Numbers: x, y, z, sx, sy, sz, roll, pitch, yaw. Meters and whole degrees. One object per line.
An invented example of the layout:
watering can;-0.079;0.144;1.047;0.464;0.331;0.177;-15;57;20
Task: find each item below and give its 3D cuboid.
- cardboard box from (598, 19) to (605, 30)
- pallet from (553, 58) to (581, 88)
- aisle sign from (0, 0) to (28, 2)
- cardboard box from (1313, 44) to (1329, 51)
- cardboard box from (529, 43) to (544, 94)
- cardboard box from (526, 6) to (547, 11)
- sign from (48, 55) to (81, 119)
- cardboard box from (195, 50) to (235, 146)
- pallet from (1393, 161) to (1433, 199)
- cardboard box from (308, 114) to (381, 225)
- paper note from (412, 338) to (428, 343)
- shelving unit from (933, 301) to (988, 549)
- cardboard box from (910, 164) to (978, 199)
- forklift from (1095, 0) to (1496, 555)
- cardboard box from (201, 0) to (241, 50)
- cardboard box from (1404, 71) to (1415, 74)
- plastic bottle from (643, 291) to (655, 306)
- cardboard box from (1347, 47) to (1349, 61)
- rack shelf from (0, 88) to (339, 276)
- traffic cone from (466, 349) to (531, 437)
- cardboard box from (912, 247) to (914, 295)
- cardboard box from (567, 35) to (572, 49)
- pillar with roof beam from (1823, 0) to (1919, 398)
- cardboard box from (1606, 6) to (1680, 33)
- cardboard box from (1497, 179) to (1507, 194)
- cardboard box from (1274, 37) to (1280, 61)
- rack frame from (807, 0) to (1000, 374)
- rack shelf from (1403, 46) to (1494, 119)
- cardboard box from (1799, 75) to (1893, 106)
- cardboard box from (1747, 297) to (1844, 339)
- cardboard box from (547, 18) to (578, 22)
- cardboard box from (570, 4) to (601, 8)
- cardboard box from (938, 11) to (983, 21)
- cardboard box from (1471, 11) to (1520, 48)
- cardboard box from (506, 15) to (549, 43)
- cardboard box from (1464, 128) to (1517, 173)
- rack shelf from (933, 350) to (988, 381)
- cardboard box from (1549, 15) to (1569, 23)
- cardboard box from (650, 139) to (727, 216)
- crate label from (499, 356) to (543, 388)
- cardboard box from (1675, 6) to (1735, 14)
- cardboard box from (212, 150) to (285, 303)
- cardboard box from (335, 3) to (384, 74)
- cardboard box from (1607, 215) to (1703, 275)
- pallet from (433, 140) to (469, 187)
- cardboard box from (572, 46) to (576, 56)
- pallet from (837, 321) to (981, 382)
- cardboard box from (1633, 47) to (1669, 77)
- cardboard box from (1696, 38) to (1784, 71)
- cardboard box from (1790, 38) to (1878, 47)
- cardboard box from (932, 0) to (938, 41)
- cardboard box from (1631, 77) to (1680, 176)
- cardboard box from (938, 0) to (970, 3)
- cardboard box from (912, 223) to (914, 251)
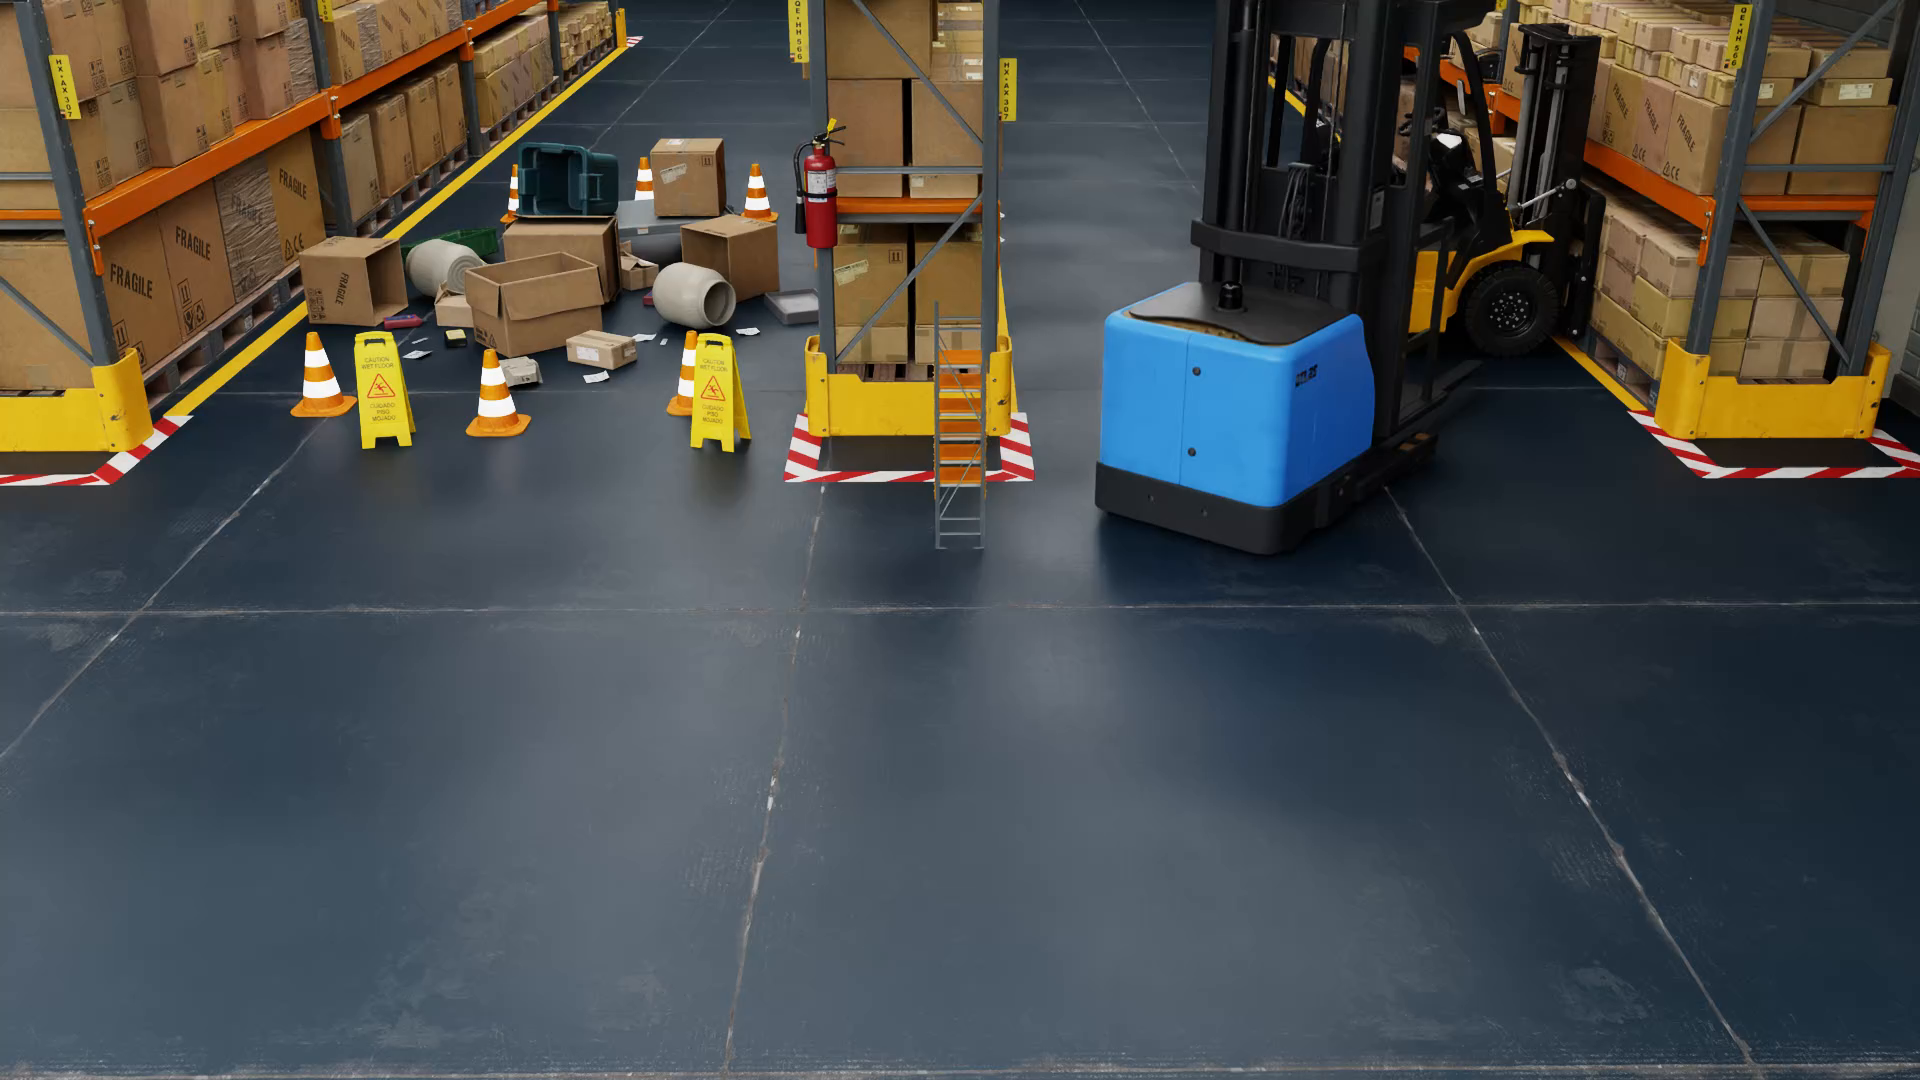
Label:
cardboard box;-5.117;-7.131;22.965;0.380;0.149;0.250;-1;24;-3
pallet;-5.415;-5.891;21.019;1.003;0.211;1.213;0;24;-1
aisle sign;-4.941;-3.097;8.302;0.394;0.787;0.004;0;24;-1
cardboard box;4.337;-5.400;19.073;0.500;0.500;0.500;-1;24;-2
cardboard box;-5.107;-5.422;19.122;0.500;0.500;0.500;-1;24;-2
cardboard box;-5.752;-7.262;22.894;0.380;0.149;0.250;0;24;-1
sign;-4.686;-2.371;8.705;0.100;0.325;0.005;0;24;-1
cardboard box;-5.246;-2.837;10.701;0.875;0.550;0.500;0;24;-1
pallet;4.564;-3.213;15.098;1.003;0.211;1.213;0;24;-1
cardboard box;-5.382;-3.010;13.486;1.050;0.750;0.750;0;24;-1
paper note;-3.642;-1.344;11.209;0.032;0.001;0.123;13;27;27
shelving unit;0.000;-0.541;7.990;0.258;1.200;0.189;0;24;-1
cardboard box;-0.089;-2.030;9.404;0.380;0.149;0.250;0;24;0
forklift;1.987;-1.807;8.689;1.130;2.935;3.031;18;30;34
cardboard box;-5.325;-3.547;10.961;0.875;0.550;0.550;0;24;-1
cardboard box;4.859;-4.552;17.198;0.500;0.500;0.500;1;24;1
plastic bottle;-2.198;-1.773;12.097;0.133;0.061;0.283;4;25;9
cardboard box;4.374;-5.205;17.855;0.380;0.149;0.250;0;24;1
rack shelf;-5.263;-2.436;10.870;1.077;0.370;4.000;0;24;-1
traffic cone;-2.694;-0.874;9.622;0.336;0.463;0.334;0;24;-1
cardboard box;-0.574;-1.908;11.656;0.500;0.250;0.500;-1;24;-1
cardboard box;-5.188;-6.379;21.303;0.380;0.149;0.250;-1;24;-3
pillar with roof beam;1.260;-5.033;8.458;9.100;9.000;0.400;0;24;-1
cardboard box;4.448;-3.387;10.829;0.380;0.149;0.250;0;24;0
cardboard box;4.324;-2.642;12.671;0.500;0.250;0.500;0;24;-1
cardboard box;4.236;-6.294;21.334;0.396;0.266;0.258;1;24;1
rack frame;-0.293;-2.004;9.041;1.000;3.000;0.127;0;24;-1
rack shelf;4.605;-4.172;14.709;1.077;0.370;4.000;0;24;-1
cardboard box;4.926;-2.510;9.251;0.380;0.149;0.250;-1;24;-2
cardboard box;4.873;-1.389;9.901;0.500;0.250;0.500;0;24;0
cardboard box;-5.197;-6.734;21.726;0.380;0.149;0.250;-1;24;-3
cardboard box;-5.211;-7.376;23.146;0.380;0.149;0.250;0;24;0
cardboard box;-0.070;-3.439;11.732;0.500;0.500;0.500;1;24;1
cardboard box;4.366;-4.037;13.111;0.500;0.250;0.500;-1;24;-2
cardboard box;-5.111;-5.973;19.431;0.500;0.250;0.500;-1;24;-2
cardboard box;4.610;-3.000;13.616;0.875;0.625;0.625;1;24;2
rack shelf;0.000;-0.828;7.860;0.258;0.103;0.180;0;24;-1
cardboard box;4.331;-3.569;11.592;0.380;0.149;0.250;0;24;1
cardboard box;-2.116;-2.838;12.999;0.500;0.500;0.500;0;24;-1
crate label;-2.764;-1.050;10.405;0.250;0.136;0.298;-14;28;-28
cardboard box;4.886;-3.390;10.837;0.380;0.149;0.250;0;24;1
cardboard box;-5.334;-2.181;11.500;0.875;0.875;0.875;0;24;0
cardboard box;-5.028;-4.060;13.465;0.500;0.500;0.500;0;24;0
cardboard box;4.342;-1.821;10.249;0.500;0.250;0.500;0;24;0
pallet;-5.395;-3.641;16.044;1.003;0.211;1.213;0;24;-1
cardboard box;-5.203;-6.356;21.613;0.380;0.149;0.250;-1;24;-3
pallet;-0.267;-1.100;10.425;1.003;0.211;1.213;0;24;-1
cardboard box;4.371;-2.935;10.191;0.380;0.149;0.250;-1;24;-2
cardboard box;4.422;-2.753;9.427;0.380;0.149;0.250;0;24;0
cardboard box;4.940;-2.754;9.429;0.380;0.149;0.250;1;24;1
cardboard box;-0.490;-3.475;10.597;0.700;0.500;0.500;0;24;-1
cardboard box;4.406;-2.489;9.992;0.500;0.500;0.500;0;24;1
cardboard box;-0.055;-4.219;12.947;0.500;0.500;0.500;0;24;1
cardboard box;-0.578;-2.254;11.511;0.500;0.500;0.500;1;24;2
